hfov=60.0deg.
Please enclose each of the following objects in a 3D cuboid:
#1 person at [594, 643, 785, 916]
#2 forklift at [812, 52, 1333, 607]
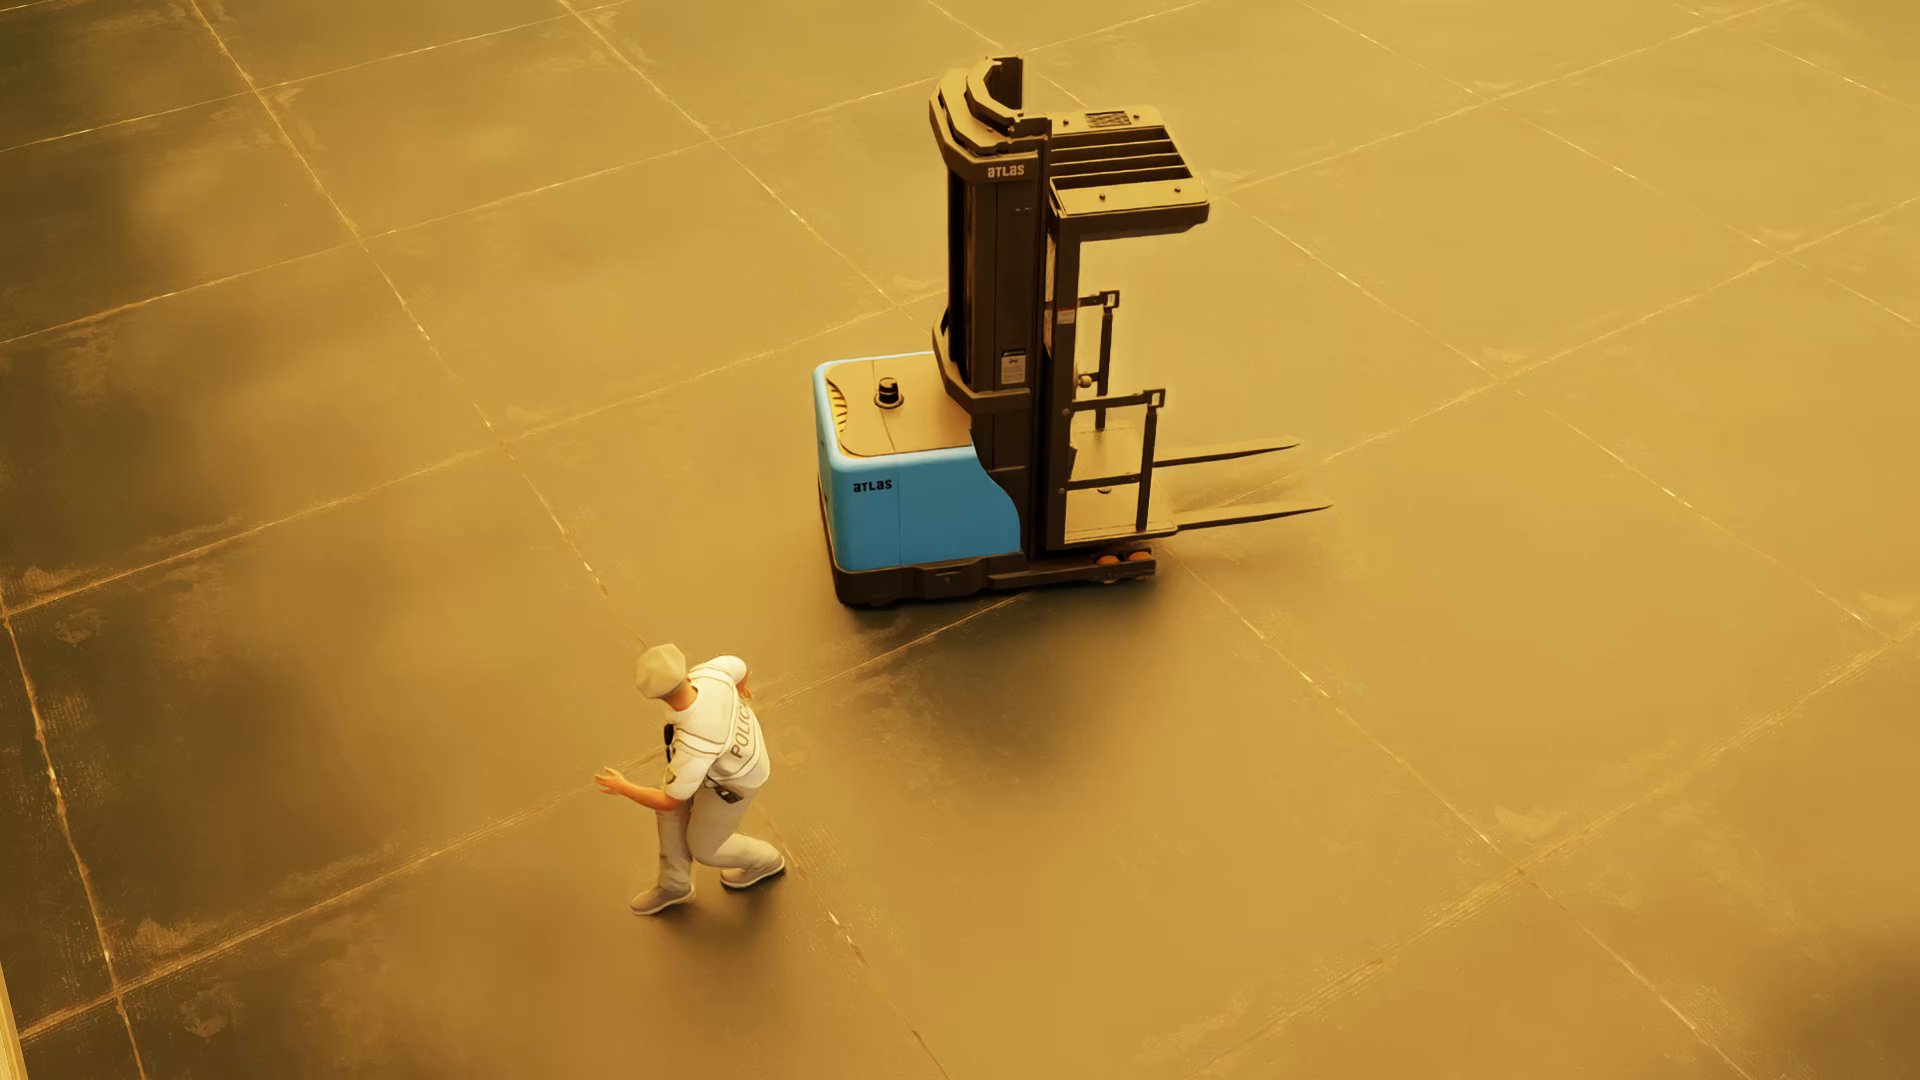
[{"bbox_3d":[-1.282,1.041,7.711,0.800,1.599,0.784,-9,42,-10],"label":"person"},{"bbox_3d":[0.699,-1.187,9.229,3.031,2.935,1.130,-7,42,-8],"label":"forklift"}]
